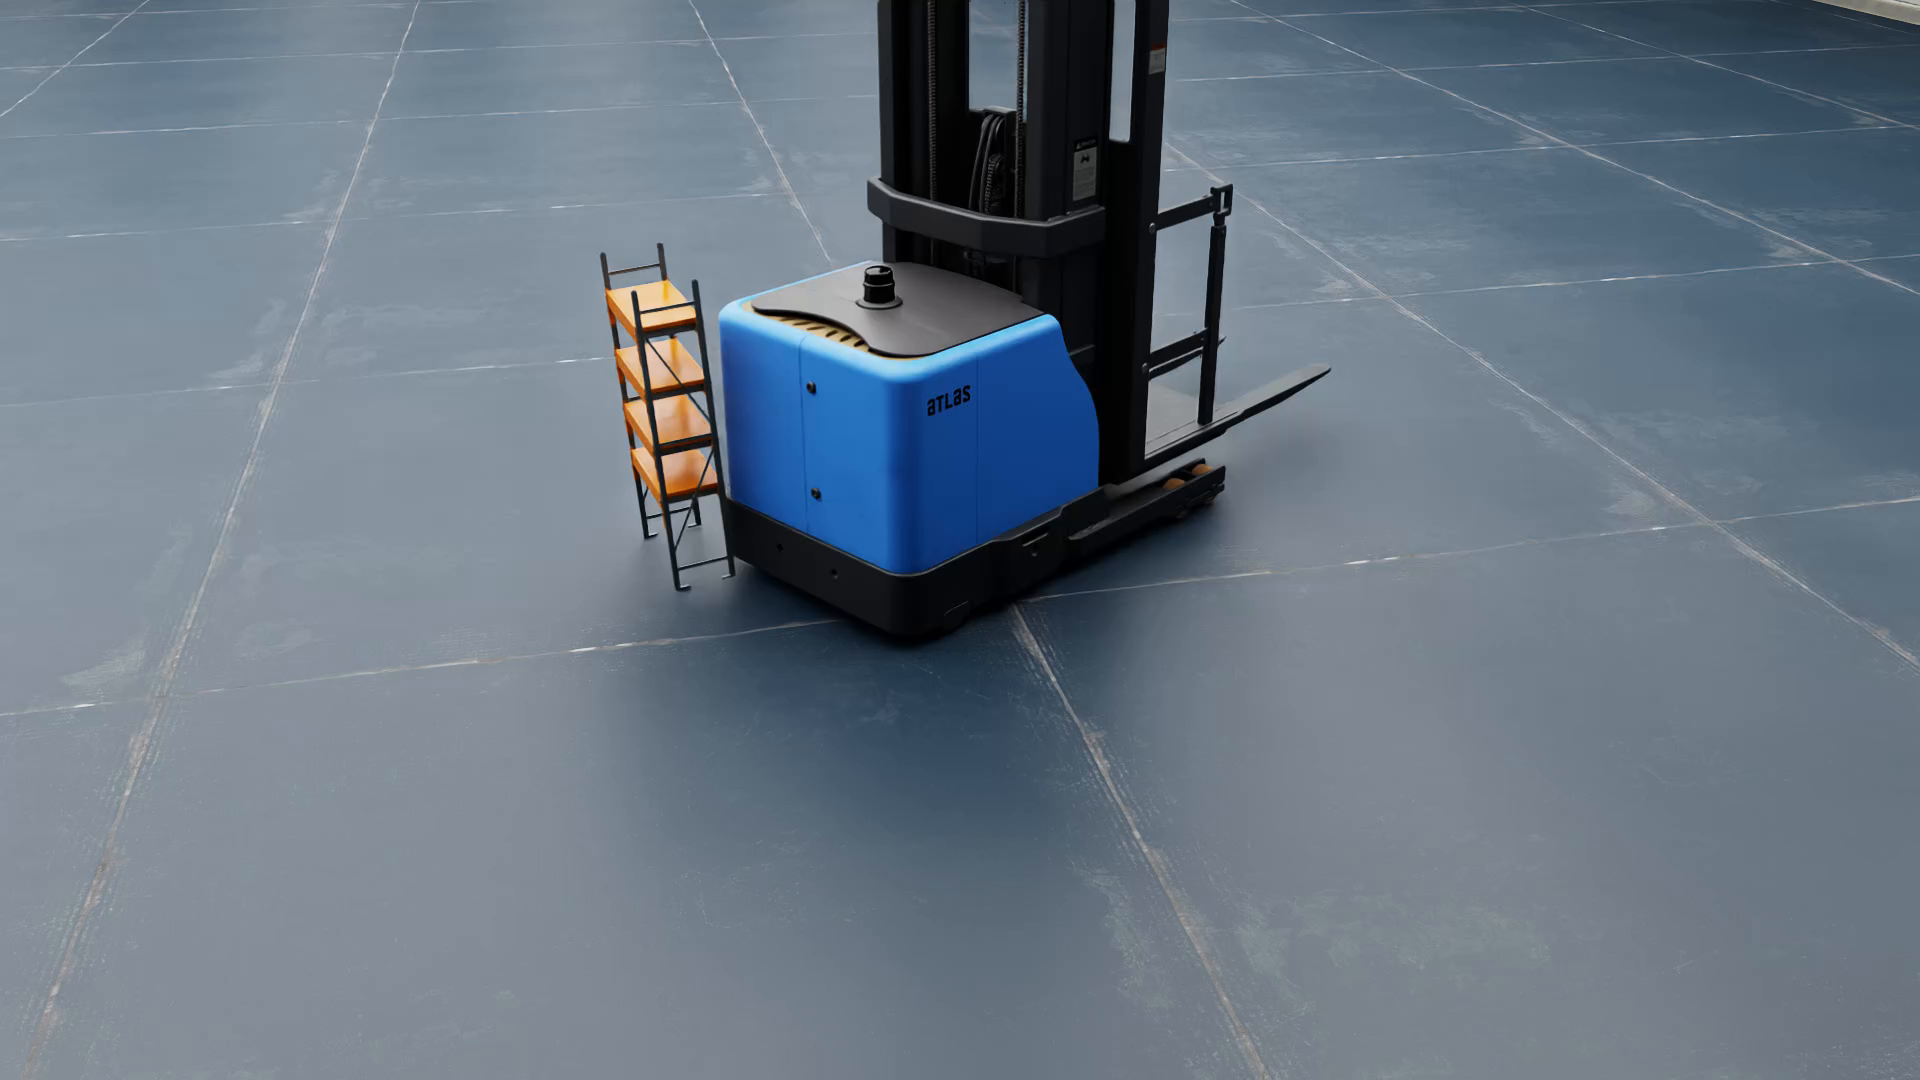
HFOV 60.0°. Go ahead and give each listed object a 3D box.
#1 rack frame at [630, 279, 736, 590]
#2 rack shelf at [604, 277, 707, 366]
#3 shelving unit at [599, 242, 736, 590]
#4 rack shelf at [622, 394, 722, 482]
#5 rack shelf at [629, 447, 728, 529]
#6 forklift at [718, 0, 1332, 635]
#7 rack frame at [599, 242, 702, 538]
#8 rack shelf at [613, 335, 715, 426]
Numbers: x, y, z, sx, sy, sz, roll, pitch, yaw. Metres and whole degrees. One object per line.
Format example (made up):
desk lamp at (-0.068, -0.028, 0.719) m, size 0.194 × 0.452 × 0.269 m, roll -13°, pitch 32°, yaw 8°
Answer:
rack frame at (-1.011, -0.366, 6.129) m, size 0.240 × 1.200 × 0.015 m, roll -14°, pitch 30°, yaw -19°
rack shelf at (-1.127, -0.813, 6.144) m, size 0.258 × 0.148 × 0.480 m, roll -14°, pitch 30°, yaw -19°
shelving unit at (-1.108, -0.467, 6.328) m, size 0.258 × 1.200 × 0.503 m, roll -14°, pitch 30°, yaw -19°
rack shelf at (-1.105, -0.407, 6.360) m, size 0.258 × 0.148 × 0.480 m, roll -14°, pitch 30°, yaw -19°
rack shelf at (-1.095, -0.232, 6.453) m, size 0.258 × 0.148 × 0.480 m, roll -14°, pitch 30°, yaw -19°
forklift at (0.478, -1.541, 6.550) m, size 1.130 × 2.935 × 3.031 m, roll 23°, pitch 35°, yaw 38°
rack frame at (-1.206, -0.568, 6.528) m, size 0.240 × 1.200 × 0.015 m, roll -14°, pitch 30°, yaw -19°
rack shelf at (-1.116, -0.605, 6.255) m, size 0.258 × 0.148 × 0.480 m, roll -14°, pitch 30°, yaw -19°
